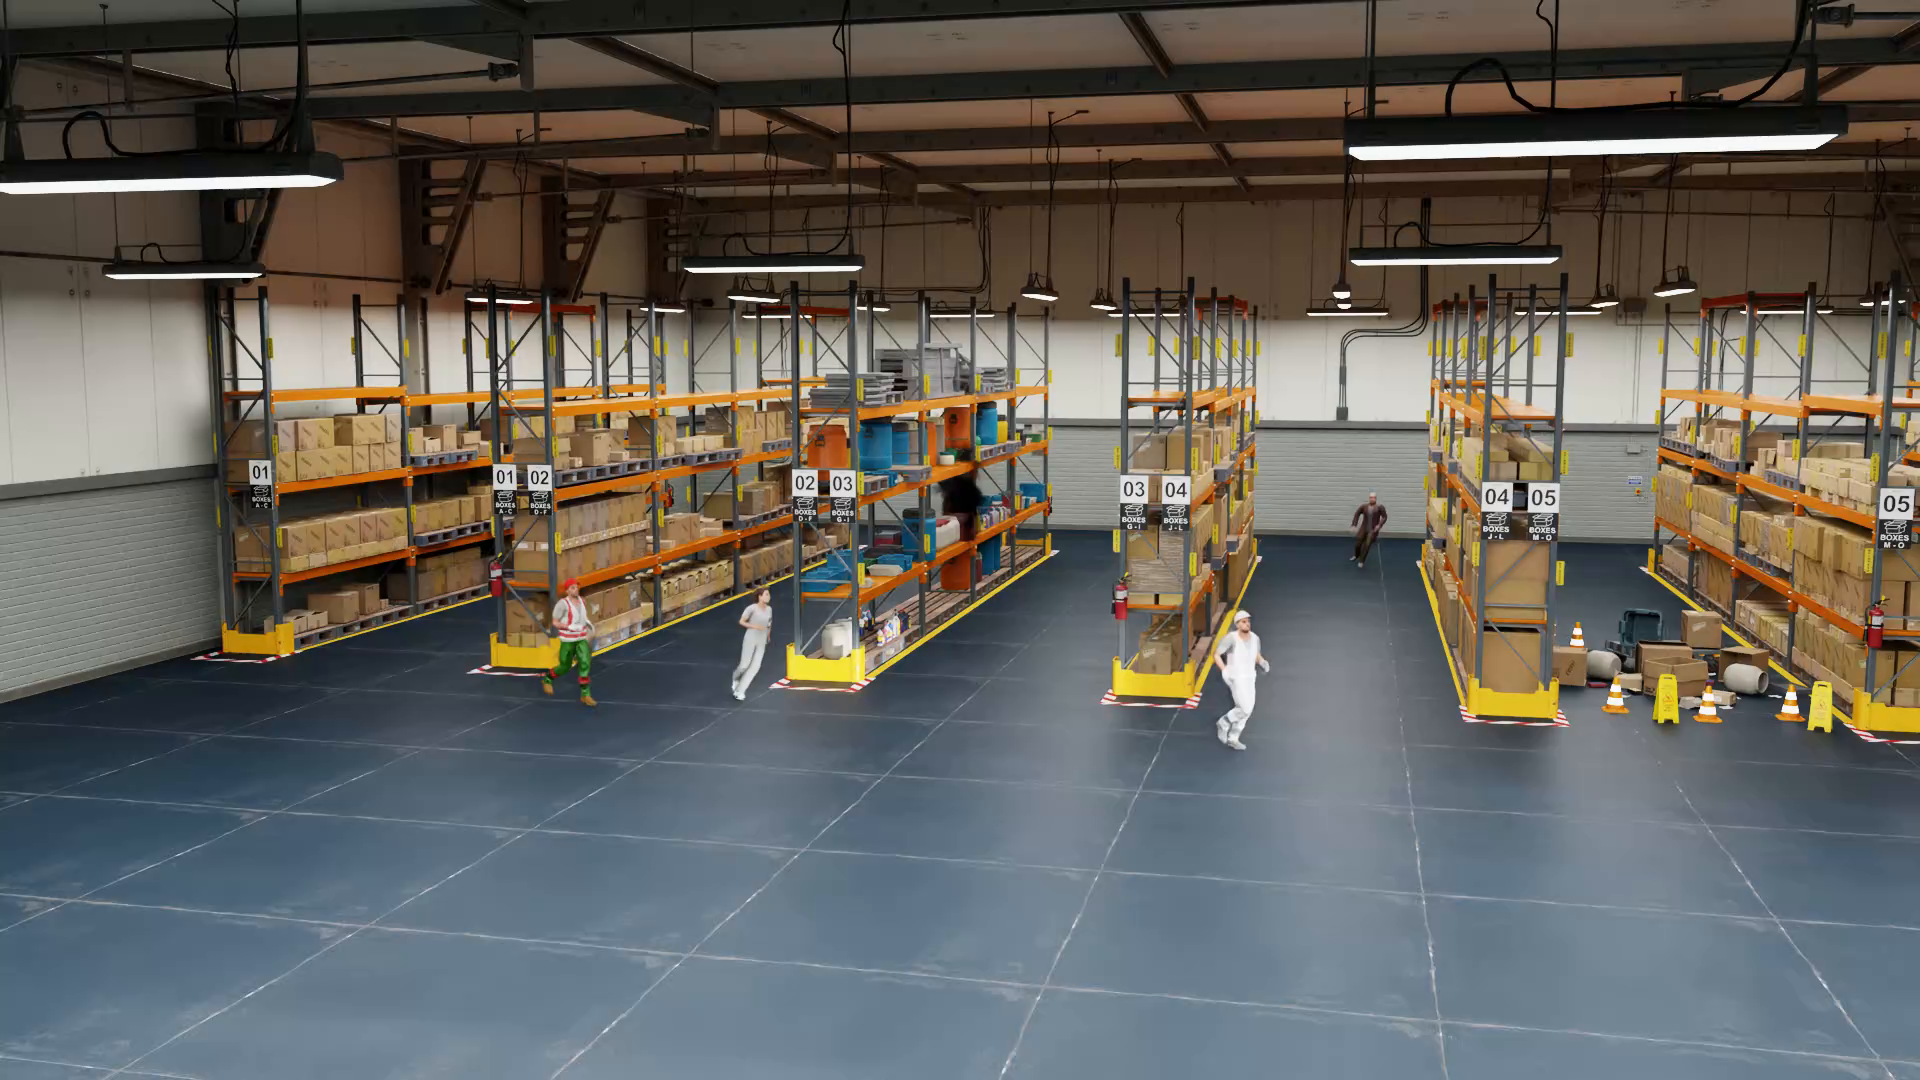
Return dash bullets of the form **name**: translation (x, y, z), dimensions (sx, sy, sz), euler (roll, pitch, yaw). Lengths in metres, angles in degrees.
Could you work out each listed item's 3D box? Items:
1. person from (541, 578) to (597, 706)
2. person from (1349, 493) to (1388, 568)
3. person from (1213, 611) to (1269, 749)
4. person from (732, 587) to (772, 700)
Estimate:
- **person**: translation (-5.500, 1.418, 23.517), dimensions (0.989, 1.789, 0.670), euler (5, 9, 40)
- **person**: translation (9.379, -0.235, 38.231), dimensions (0.862, 1.708, 0.733), euler (3, 7, 22)
- **person**: translation (3.551, 1.751, 20.792), dimensions (0.637, 1.749, 0.607), euler (-4, 8, -32)
- **person**: translation (-2.994, 1.476, 24.114), dimensions (0.709, 1.560, 0.707), euler (-4, 7, -29)
